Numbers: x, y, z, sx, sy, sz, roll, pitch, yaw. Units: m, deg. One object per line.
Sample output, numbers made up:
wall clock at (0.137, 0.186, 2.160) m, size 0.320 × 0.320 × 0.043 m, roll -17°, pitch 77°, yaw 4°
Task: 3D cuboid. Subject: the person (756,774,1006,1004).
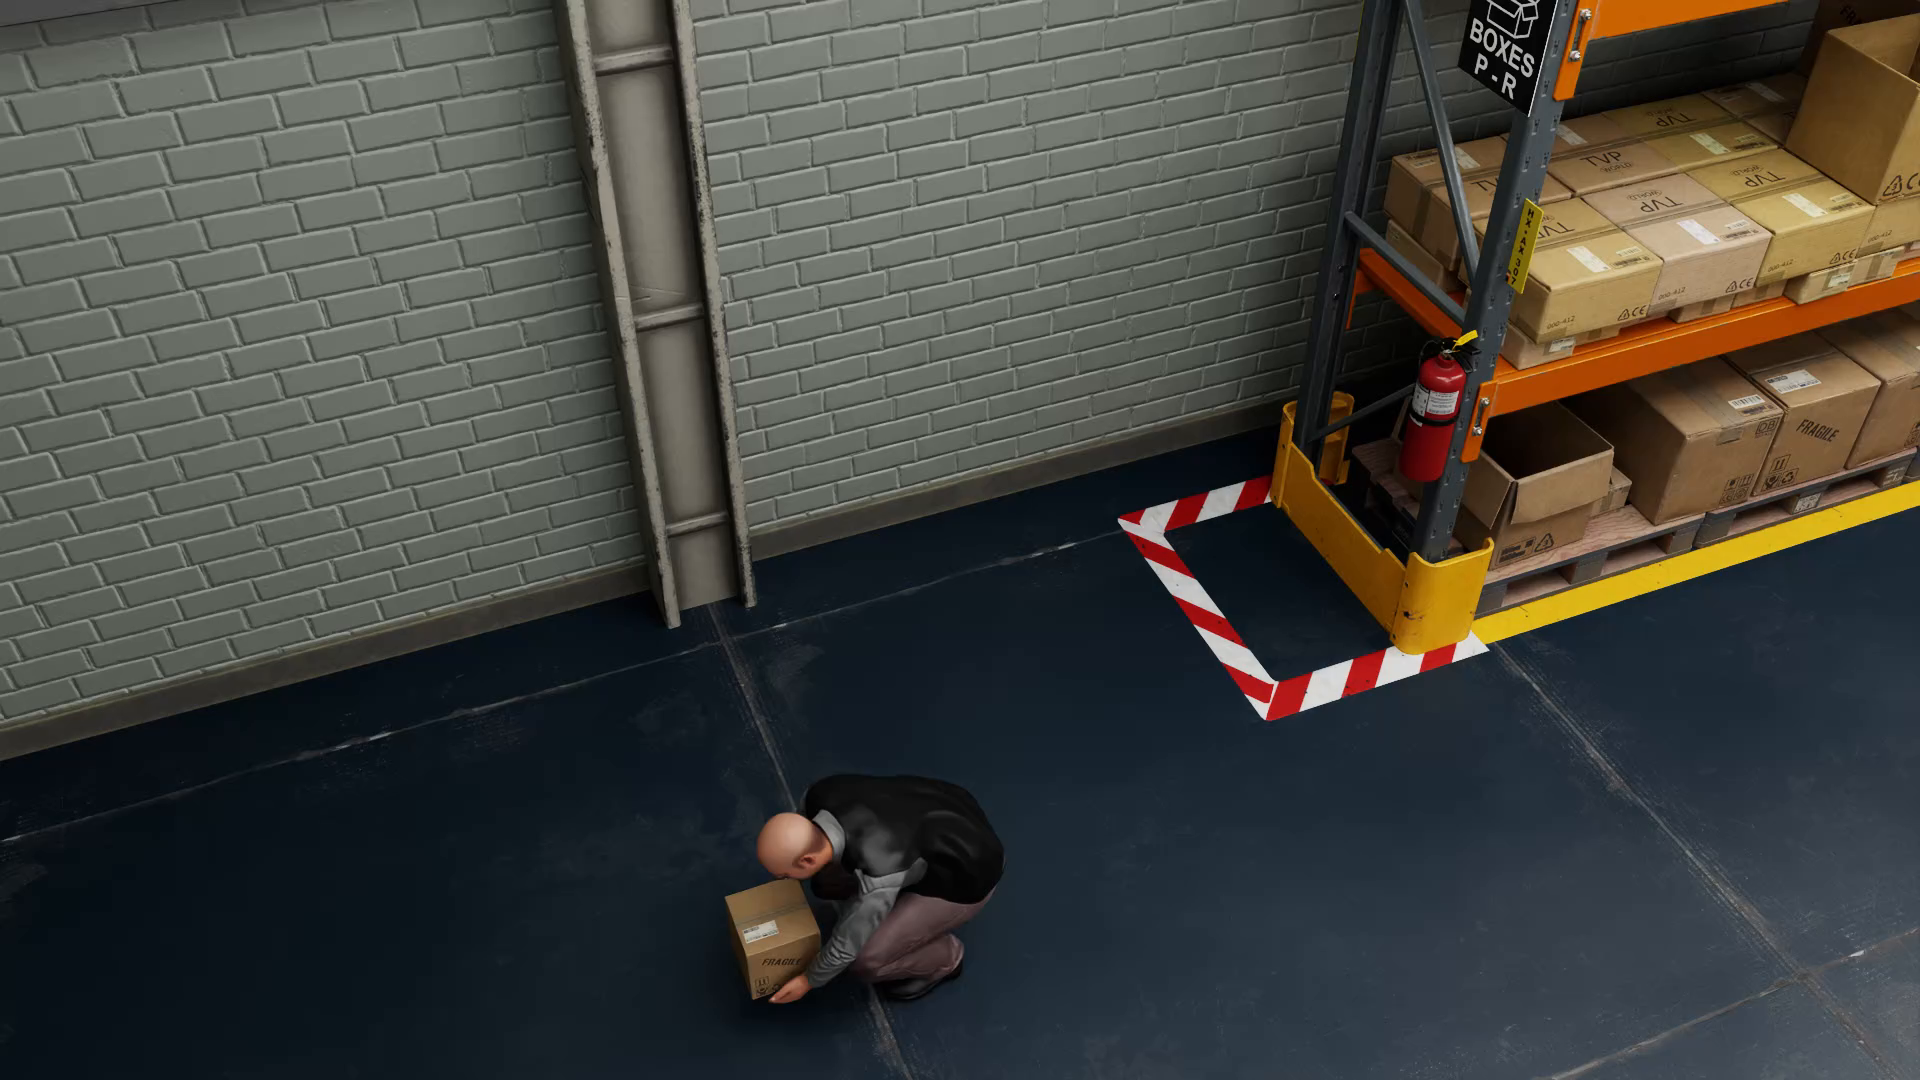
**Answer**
person at (-0.282, 1.120, 5.484) m, size 0.873 × 0.969 × 0.539 m, roll -15°, pitch 44°, yaw -17°
